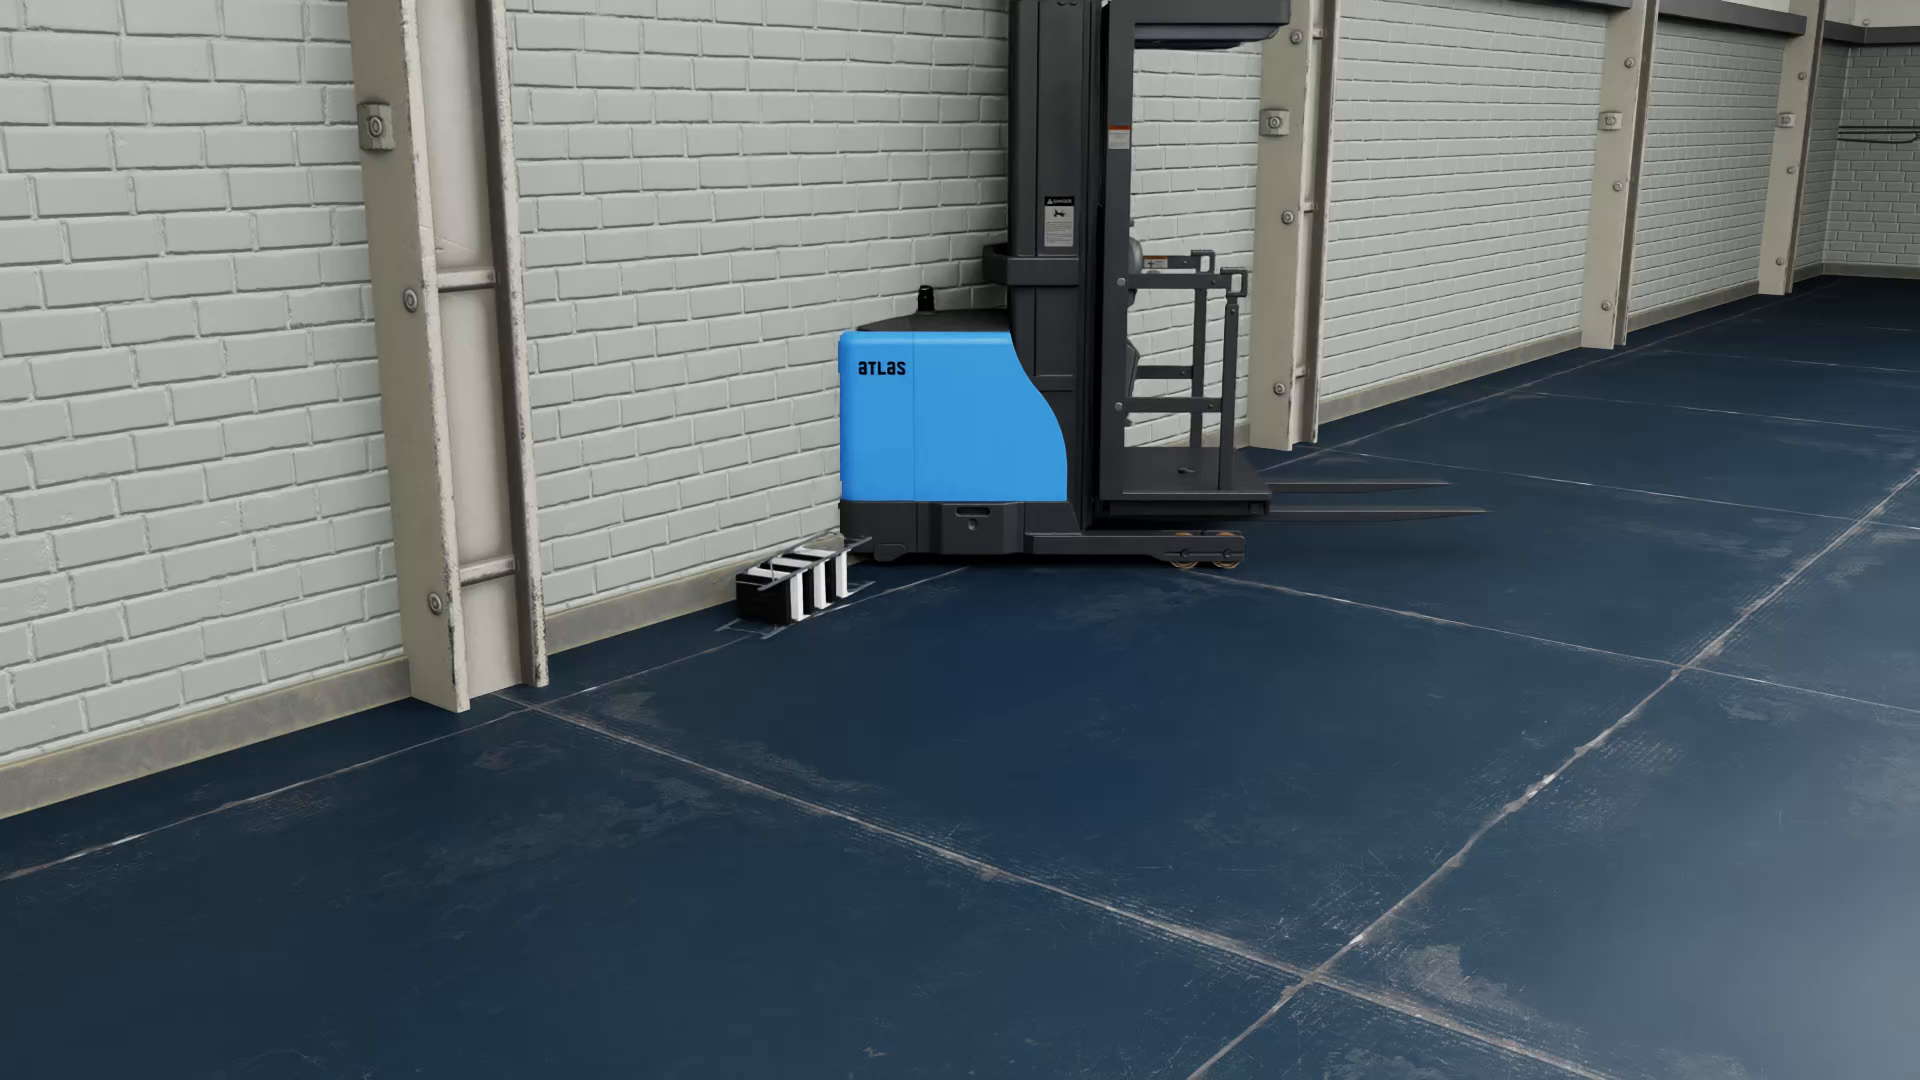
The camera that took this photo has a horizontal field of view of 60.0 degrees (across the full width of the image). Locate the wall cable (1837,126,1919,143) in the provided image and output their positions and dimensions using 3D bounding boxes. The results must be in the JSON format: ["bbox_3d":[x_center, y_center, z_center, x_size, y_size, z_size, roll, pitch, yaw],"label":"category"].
[{"bbox_3d":[12.455,-6.125,20.265,3.097,2.526,0.112,11,18,38],"label":"wall cable"}]

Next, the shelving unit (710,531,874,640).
[{"bbox_3d":[-0.687,0.179,6.975,0.258,0.210,0.900,7,16,25],"label":"shelving unit"}]

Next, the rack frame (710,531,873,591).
[{"bbox_3d":[-0.687,0.081,6.949,0.240,0.006,0.900,7,16,25],"label":"rack frame"}]

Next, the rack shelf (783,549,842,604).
[{"bbox_3d":[-0.632,0.151,7.082,0.258,0.200,0.077,7,16,25],"label":"rack shelf"}]

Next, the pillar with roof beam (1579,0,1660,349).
[{"bbox_3d":[9.152,-5.456,11.322,9.100,9.000,0.400,11,18,38],"label":"pillar with roof beam"}]

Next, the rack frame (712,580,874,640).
[{"bbox_3d":[-0.686,0.278,7.001,0.240,0.006,0.900,7,16,25],"label":"rack frame"}]

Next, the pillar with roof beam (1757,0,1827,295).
[{"bbox_3d":[12.924,-6.605,15.845,9.100,9.000,0.400,11,18,38],"label":"pillar with roof beam"}]

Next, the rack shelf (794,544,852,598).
[{"bbox_3d":[-0.593,0.130,7.160,0.258,0.200,0.077,7,16,25],"label":"rack shelf"}]

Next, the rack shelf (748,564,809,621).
[{"bbox_3d":[-0.751,0.213,6.848,0.258,0.200,0.077,7,16,25],"label":"rack shelf"}]

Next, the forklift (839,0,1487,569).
[{"bbox_3d":[0.940,-1.420,7.759,3.031,2.935,1.130,0,14,0],"label":"forklift"}]

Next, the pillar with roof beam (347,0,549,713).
[{"bbox_3d":[1.610,-3.157,2.275,9.100,9.000,0.400,11,18,38],"label":"pillar with roof beam"}]

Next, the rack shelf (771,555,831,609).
[{"bbox_3d":[-0.672,0.172,7.004,0.258,0.200,0.077,7,16,25],"label":"rack shelf"}]

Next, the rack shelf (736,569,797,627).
[{"bbox_3d":[-0.791,0.234,6.770,0.258,0.200,0.077,7,16,25],"label":"rack shelf"}]

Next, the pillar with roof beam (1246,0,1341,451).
[{"bbox_3d":[5.381,-4.306,6.799,9.100,9.000,0.400,11,18,38],"label":"pillar with roof beam"}]

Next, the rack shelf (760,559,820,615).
[{"bbox_3d":[-0.711,0.192,6.926,0.258,0.200,0.077,7,16,25],"label":"rack shelf"}]
